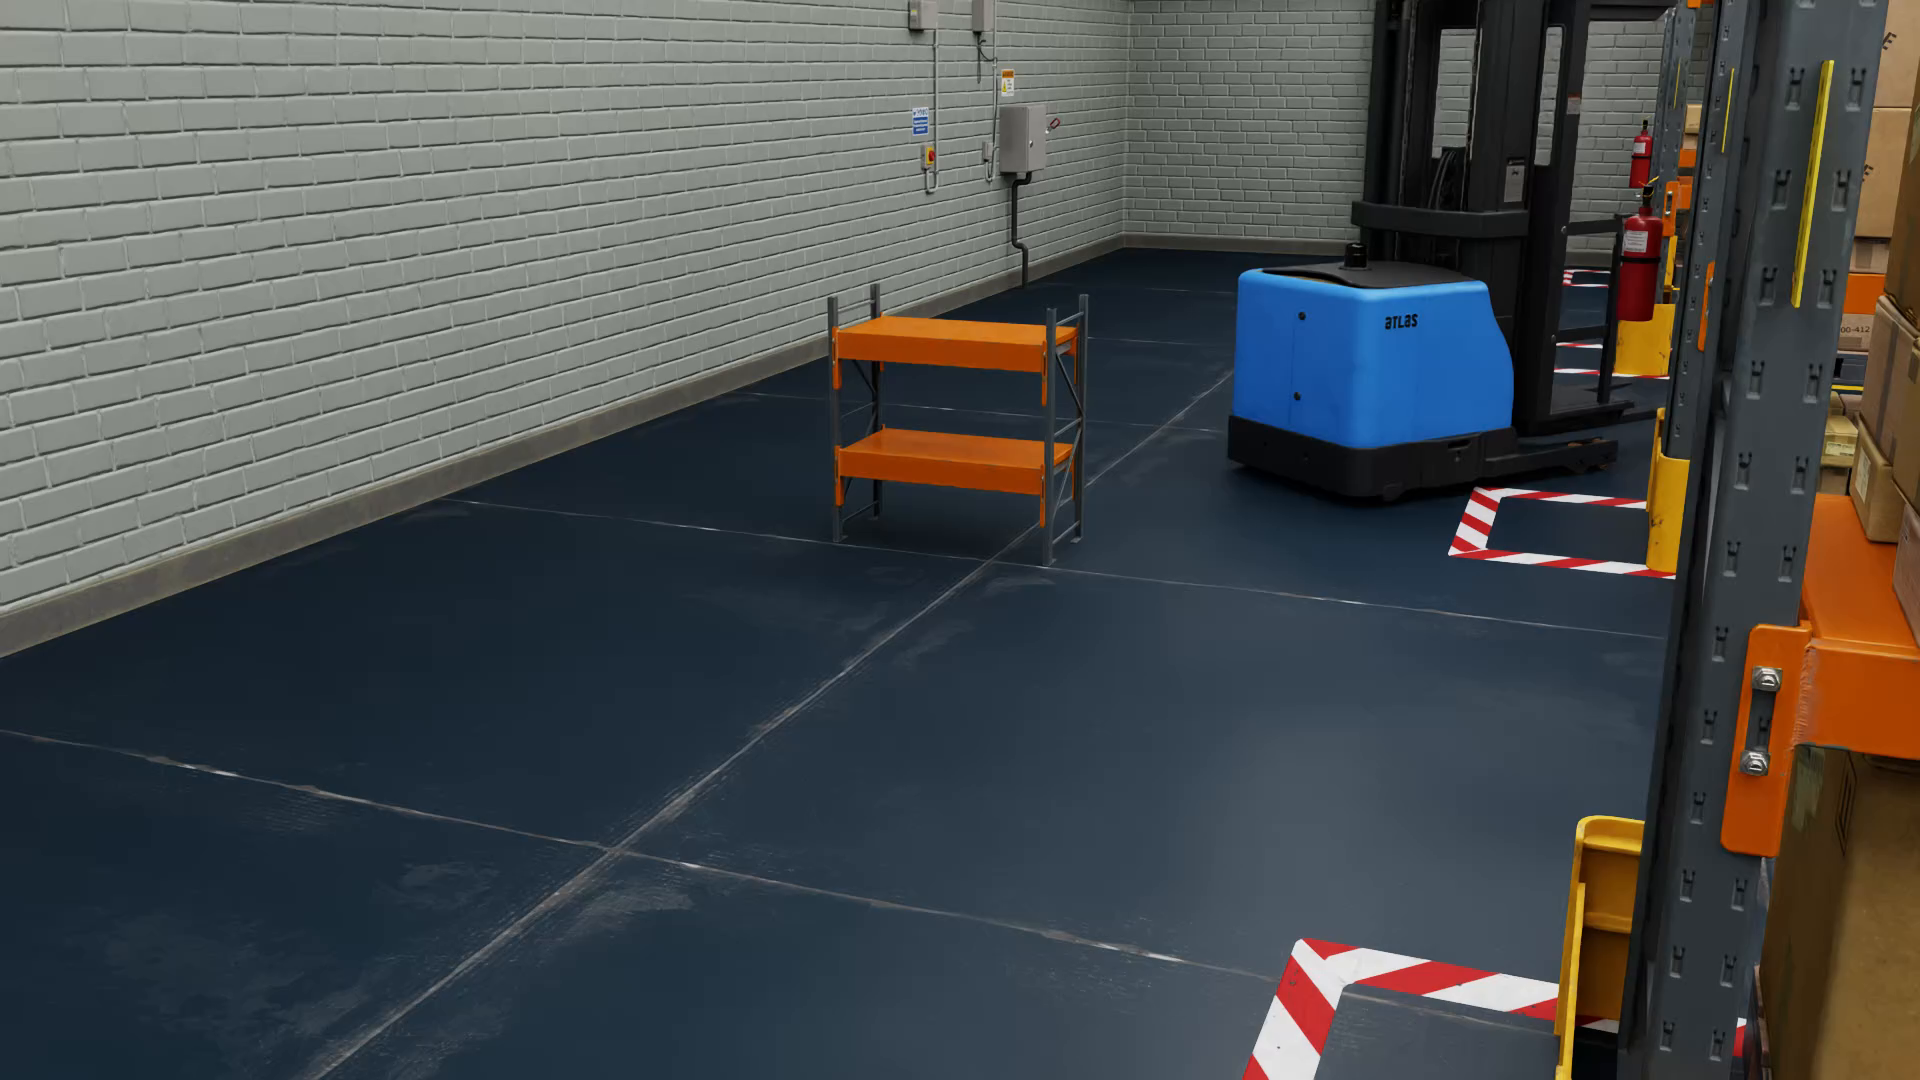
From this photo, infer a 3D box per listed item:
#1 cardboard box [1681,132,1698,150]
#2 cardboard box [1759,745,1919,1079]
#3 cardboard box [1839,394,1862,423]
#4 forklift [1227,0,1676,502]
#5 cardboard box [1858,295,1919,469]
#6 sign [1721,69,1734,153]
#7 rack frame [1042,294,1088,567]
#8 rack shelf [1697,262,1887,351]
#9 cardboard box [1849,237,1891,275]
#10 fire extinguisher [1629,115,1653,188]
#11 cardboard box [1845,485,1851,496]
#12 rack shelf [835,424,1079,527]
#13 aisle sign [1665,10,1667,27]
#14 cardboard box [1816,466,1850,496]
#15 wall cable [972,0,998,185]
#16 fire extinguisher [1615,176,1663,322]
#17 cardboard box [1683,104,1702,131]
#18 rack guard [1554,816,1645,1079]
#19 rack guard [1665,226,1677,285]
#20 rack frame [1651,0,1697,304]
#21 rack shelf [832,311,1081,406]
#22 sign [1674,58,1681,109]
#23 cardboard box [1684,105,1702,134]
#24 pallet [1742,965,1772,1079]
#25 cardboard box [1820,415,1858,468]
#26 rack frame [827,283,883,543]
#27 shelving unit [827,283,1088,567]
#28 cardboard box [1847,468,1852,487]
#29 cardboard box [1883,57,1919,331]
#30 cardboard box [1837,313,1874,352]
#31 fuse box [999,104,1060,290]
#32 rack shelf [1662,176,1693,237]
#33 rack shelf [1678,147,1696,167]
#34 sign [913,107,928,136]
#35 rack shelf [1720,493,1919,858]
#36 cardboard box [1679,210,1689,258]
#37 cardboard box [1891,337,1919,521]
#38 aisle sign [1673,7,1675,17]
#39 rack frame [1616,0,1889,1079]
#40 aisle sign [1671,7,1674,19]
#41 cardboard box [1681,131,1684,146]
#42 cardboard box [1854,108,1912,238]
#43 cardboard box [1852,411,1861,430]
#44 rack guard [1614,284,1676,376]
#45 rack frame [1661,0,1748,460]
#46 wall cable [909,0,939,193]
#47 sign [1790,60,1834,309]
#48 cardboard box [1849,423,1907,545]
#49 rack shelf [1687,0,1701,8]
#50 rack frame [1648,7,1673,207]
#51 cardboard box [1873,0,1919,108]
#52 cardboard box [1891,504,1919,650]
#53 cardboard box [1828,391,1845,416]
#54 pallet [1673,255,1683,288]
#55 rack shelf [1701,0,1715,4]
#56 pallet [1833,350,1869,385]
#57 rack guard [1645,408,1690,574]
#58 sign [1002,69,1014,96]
[{"bbox_3d":[7.028,-3.806,15.855,0.250,0.149,0.380,6,17,20],"label":"cardboard box"},{"bbox_3d":[1.994,0.690,2.975,0.875,0.875,0.875,6,17,21],"label":"cardboard box"},{"bbox_3d":[4.081,-0.539,7.443,0.250,0.149,0.380,7,17,22],"label":"cardboard box"},{"bbox_3d":[2.967,-1.878,8.886,3.031,2.935,1.130,-9,19,-29],"label":"forklift"},{"bbox_3d":[1.917,-0.264,2.938,0.500,0.250,0.500,6,17,20],"label":"cardboard box"},{"bbox_3d":[3.084,-1.725,6.682,0.005,0.325,0.100,6,17,21],"label":"sign"},{"bbox_3d":[0.467,-0.489,7.340,0.032,1.125,0.500,6,17,21],"label":"rack frame"},{"bbox_3d":[5.143,-0.900,6.683,4.000,0.370,1.077,6,17,21],"label":"rack shelf"},{"bbox_3d":[3.716,-1.196,6.863,0.250,0.149,0.380,7,18,23],"label":"cardboard box"},{"bbox_3d":[6.516,-3.711,15.883,0.183,0.674,0.296,6,17,21],"label":"fire extinguisher"},{"bbox_3d":[3.926,-0.140,7.137,0.250,0.149,0.380,6,17,20],"label":"cardboard box"},{"bbox_3d":[-0.006,-0.306,7.587,1.000,0.278,0.538,6,17,21],"label":"rack shelf"},{"bbox_3d":[6.652,-5.211,15.580,0.004,0.787,0.394,6,17,21],"label":"aisle sign"},{"bbox_3d":[3.676,-0.305,7.171,0.250,0.149,0.380,7,18,23],"label":"cardboard box"},{"bbox_3d":[0.261,-4.172,14.841,0.122,1.984,0.588,6,17,21],"label":"wall cable"},{"bbox_3d":[3.218,-1.379,7.851,0.183,0.674,0.296,6,17,21],"label":"fire extinguisher"},{"bbox_3d":[7.348,-4.124,16.235,0.500,0.250,0.500,7,18,22],"label":"cardboard box"},{"bbox_3d":[1.347,1.024,3.249,0.348,0.500,1.175,6,17,21],"label":"rack guard"},{"bbox_3d":[6.894,-2.823,16.503,0.348,0.500,1.175,6,17,21],"label":"rack guard"},{"bbox_3d":[5.005,-2.744,11.745,0.127,3.000,1.000,6,17,21],"label":"rack frame"},{"bbox_3d":[-0.006,-0.822,7.438,1.000,0.278,0.538,6,17,21],"label":"rack shelf"},{"bbox_3d":[4.796,-3.054,11.120,0.005,0.325,0.100,6,17,21],"label":"sign"},{"bbox_3d":[7.146,-3.986,15.760,0.500,0.250,0.500,6,17,21],"label":"cardboard box"},{"bbox_3d":[2.141,1.227,3.069,1.213,0.211,1.003,6,17,21],"label":"pallet"},{"bbox_3d":[3.646,-0.426,7.055,0.250,0.149,0.380,5,17,18],"label":"cardboard box"},{"bbox_3d":[-0.479,-0.593,7.698,0.032,1.125,0.500,6,17,21],"label":"rack frame"},{"bbox_3d":[-0.006,-0.541,7.519,1.048,1.125,0.538,6,17,21],"label":"shelving unit"},{"bbox_3d":[3.910,-0.262,7.024,0.250,0.149,0.380,6,17,20],"label":"cardboard box"},{"bbox_3d":[1.919,-0.623,2.830,0.500,0.500,0.500,7,17,21],"label":"cardboard box"},{"bbox_3d":[6.510,-1.582,11.586,0.875,0.438,0.875,7,18,22],"label":"cardboard box"},{"bbox_3d":[0.658,-3.226,15.716,0.414,1.711,0.539,6,17,21],"label":"fuse box"},{"bbox_3d":[6.866,-2.194,11.141,4.000,0.370,1.077,6,17,21],"label":"rack shelf"},{"bbox_3d":[8.683,-3.482,15.576,4.000,0.370,1.077,6,17,21],"label":"rack shelf"},{"bbox_3d":[-0.324,-3.438,13.652,0.001,0.218,0.327,6,17,21],"label":"sign"},{"bbox_3d":[3.229,0.376,2.287,4.000,0.370,1.077,6,17,21],"label":"rack shelf"},{"bbox_3d":[7.357,-2.947,16.170,0.637,0.503,0.797,6,17,18],"label":"cardboard box"},{"bbox_3d":[1.716,-0.125,2.461,0.500,0.250,0.500,6,17,19],"label":"cardboard box"},{"bbox_3d":[4.832,-3.925,11.149,0.004,0.787,0.394,6,17,21],"label":"aisle sign"},{"bbox_3d":[1.369,-0.174,2.892,0.127,3.000,1.000,6,17,21],"label":"rack frame"},{"bbox_3d":[5.052,-4.080,11.685,0.004,0.787,0.394,6,17,21],"label":"aisle sign"},{"bbox_3d":[7.230,-3.947,16.339,0.250,0.149,0.380,6,17,20],"label":"cardboard box"},{"bbox_3d":[3.599,-1.523,6.827,0.500,0.500,0.500,7,18,23],"label":"cardboard box"},{"bbox_3d":[3.946,-0.429,7.065,0.250,0.149,0.380,7,17,22],"label":"cardboard box"},{"bbox_3d":[4.983,-1.546,12.102,0.348,0.500,1.175,6,17,21],"label":"rack guard"},{"bbox_3d":[3.283,-1.450,7.287,0.127,3.000,1.000,6,17,21],"label":"rack frame"},{"bbox_3d":[-0.249,-3.818,13.565,0.123,1.953,0.585,6,17,21],"label":"wall cable"},{"bbox_3d":[1.160,-0.484,2.266,0.005,0.325,0.100,6,17,21],"label":"sign"},{"bbox_3d":[1.821,-0.102,3.096,0.250,0.149,0.380,7,17,22],"label":"cardboard box"},{"bbox_3d":[6.866,-3.634,10.722,4.000,0.370,1.077,6,17,21],"label":"rack shelf"},{"bbox_3d":[6.823,-4.032,16.181,0.127,3.000,1.000,6,17,21],"label":"rack frame"},{"bbox_3d":[3.603,-2.006,6.697,0.500,0.500,0.500,6,17,20],"label":"cardboard box"},{"bbox_3d":[1.578,0.069,2.507,0.250,0.149,0.380,6,17,21],"label":"cardboard box"},{"bbox_3d":[3.868,-0.580,7.583,0.250,0.149,0.380,6,17,21],"label":"cardboard box"},{"bbox_3d":[7.636,-2.603,16.263,1.213,0.211,1.003,6,17,21],"label":"pallet"},{"bbox_3d":[8.683,-4.922,15.158,4.000,0.370,1.077,6,17,21],"label":"rack shelf"},{"bbox_3d":[5.778,-1.343,11.922,1.213,0.211,1.003,6,17,21],"label":"pallet"},{"bbox_3d":[3.354,-0.242,7.609,0.348,0.500,1.175,6,17,21],"label":"rack guard"},{"bbox_3d":[0.445,-4.248,15.445,0.001,0.242,0.339,6,17,21],"label":"sign"}]
